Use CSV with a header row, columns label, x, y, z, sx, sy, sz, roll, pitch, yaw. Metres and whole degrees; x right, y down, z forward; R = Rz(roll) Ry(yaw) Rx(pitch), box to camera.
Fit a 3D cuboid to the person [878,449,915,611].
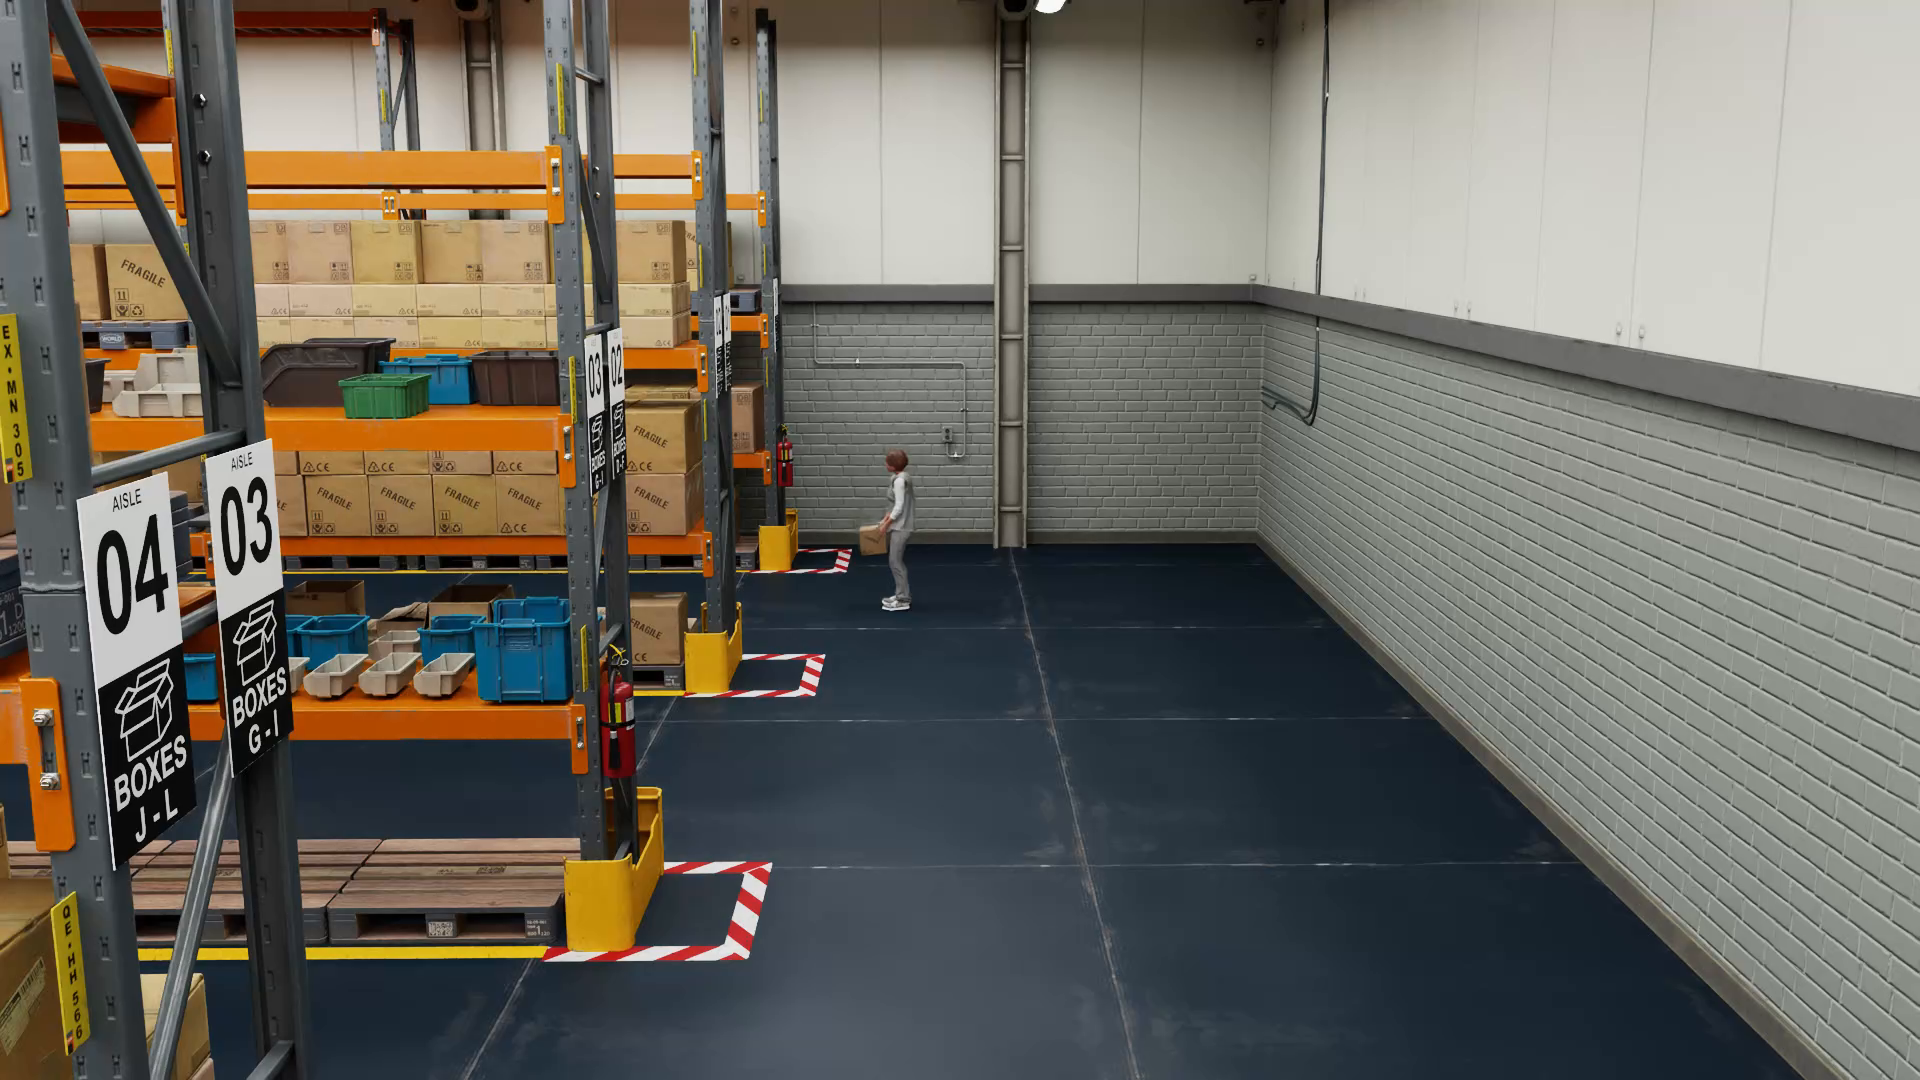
label,x,y,z,sx,sy,sz,roll,pitch,yaw
person,-0.632,-0.100,16.502,0.371,1.585,0.445,0,11,-2
